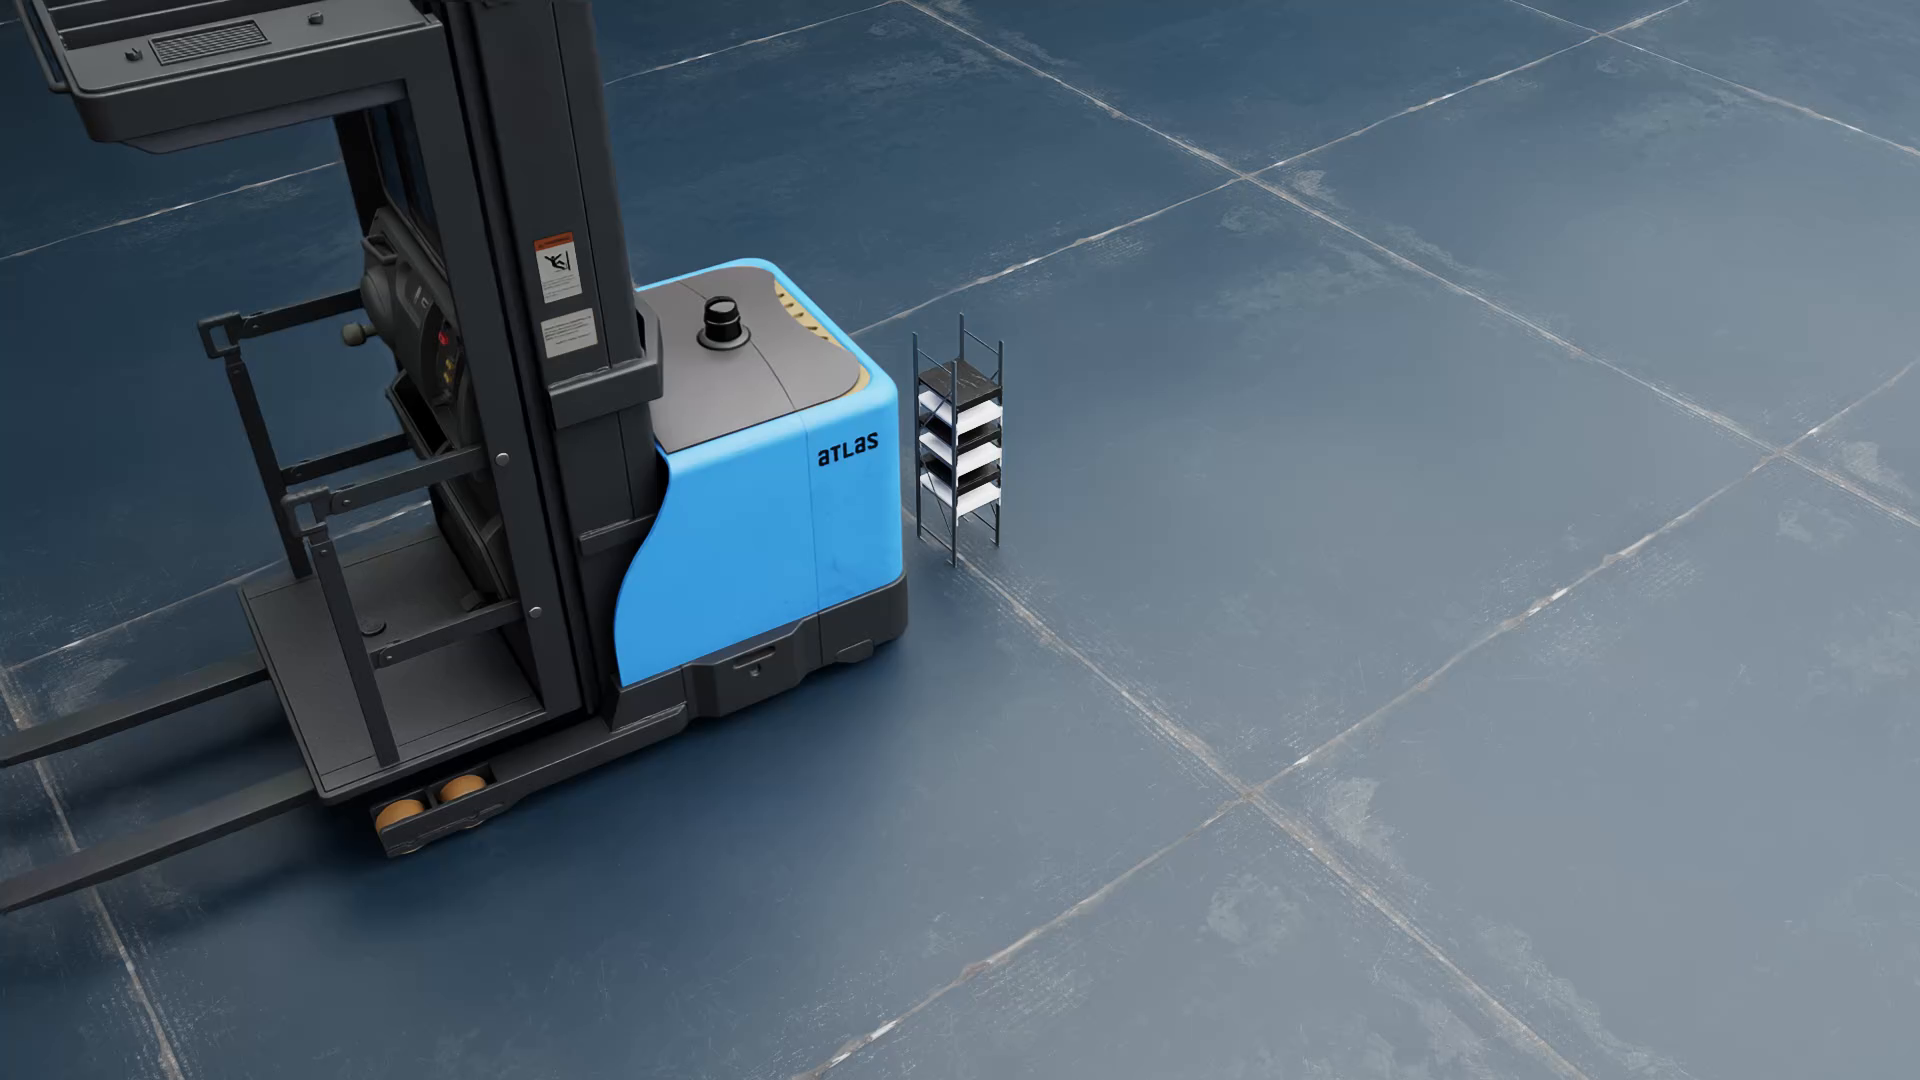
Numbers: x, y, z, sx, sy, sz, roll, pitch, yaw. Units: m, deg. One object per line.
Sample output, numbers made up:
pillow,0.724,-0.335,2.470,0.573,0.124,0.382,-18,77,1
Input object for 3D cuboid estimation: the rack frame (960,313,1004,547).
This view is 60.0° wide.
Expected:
rack frame,0.074,-0.384,6.009,0.006,0.900,0.240,-26,46,-28

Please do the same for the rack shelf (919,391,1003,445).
rack shelf,-0.006,-0.458,5.868,0.200,0.077,0.258,-26,46,-28

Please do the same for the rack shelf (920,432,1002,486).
rack shelf,-0.006,-0.319,5.982,0.200,0.077,0.258,-26,46,-28

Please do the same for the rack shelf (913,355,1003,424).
rack shelf,-0.006,-0.528,5.811,0.200,0.077,0.258,-26,46,-28

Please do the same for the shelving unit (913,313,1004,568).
shelving unit,-0.006,-0.345,5.961,0.210,0.900,0.258,-26,46,-28

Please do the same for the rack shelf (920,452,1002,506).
rack shelf,-0.006,-0.249,6.039,0.200,0.077,0.258,-26,46,-28

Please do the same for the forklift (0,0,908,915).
forklift,-1.708,-0.560,4.622,3.031,2.935,1.130,-21,44,-24

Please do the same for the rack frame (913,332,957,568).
rack frame,-0.087,-0.305,5.913,0.006,0.900,0.240,-26,46,-28

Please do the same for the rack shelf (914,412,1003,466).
rack shelf,-0.006,-0.389,5.925,0.200,0.077,0.258,-26,46,-28

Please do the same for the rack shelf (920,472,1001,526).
rack shelf,-0.006,-0.180,6.096,0.200,0.077,0.258,-26,46,-28
